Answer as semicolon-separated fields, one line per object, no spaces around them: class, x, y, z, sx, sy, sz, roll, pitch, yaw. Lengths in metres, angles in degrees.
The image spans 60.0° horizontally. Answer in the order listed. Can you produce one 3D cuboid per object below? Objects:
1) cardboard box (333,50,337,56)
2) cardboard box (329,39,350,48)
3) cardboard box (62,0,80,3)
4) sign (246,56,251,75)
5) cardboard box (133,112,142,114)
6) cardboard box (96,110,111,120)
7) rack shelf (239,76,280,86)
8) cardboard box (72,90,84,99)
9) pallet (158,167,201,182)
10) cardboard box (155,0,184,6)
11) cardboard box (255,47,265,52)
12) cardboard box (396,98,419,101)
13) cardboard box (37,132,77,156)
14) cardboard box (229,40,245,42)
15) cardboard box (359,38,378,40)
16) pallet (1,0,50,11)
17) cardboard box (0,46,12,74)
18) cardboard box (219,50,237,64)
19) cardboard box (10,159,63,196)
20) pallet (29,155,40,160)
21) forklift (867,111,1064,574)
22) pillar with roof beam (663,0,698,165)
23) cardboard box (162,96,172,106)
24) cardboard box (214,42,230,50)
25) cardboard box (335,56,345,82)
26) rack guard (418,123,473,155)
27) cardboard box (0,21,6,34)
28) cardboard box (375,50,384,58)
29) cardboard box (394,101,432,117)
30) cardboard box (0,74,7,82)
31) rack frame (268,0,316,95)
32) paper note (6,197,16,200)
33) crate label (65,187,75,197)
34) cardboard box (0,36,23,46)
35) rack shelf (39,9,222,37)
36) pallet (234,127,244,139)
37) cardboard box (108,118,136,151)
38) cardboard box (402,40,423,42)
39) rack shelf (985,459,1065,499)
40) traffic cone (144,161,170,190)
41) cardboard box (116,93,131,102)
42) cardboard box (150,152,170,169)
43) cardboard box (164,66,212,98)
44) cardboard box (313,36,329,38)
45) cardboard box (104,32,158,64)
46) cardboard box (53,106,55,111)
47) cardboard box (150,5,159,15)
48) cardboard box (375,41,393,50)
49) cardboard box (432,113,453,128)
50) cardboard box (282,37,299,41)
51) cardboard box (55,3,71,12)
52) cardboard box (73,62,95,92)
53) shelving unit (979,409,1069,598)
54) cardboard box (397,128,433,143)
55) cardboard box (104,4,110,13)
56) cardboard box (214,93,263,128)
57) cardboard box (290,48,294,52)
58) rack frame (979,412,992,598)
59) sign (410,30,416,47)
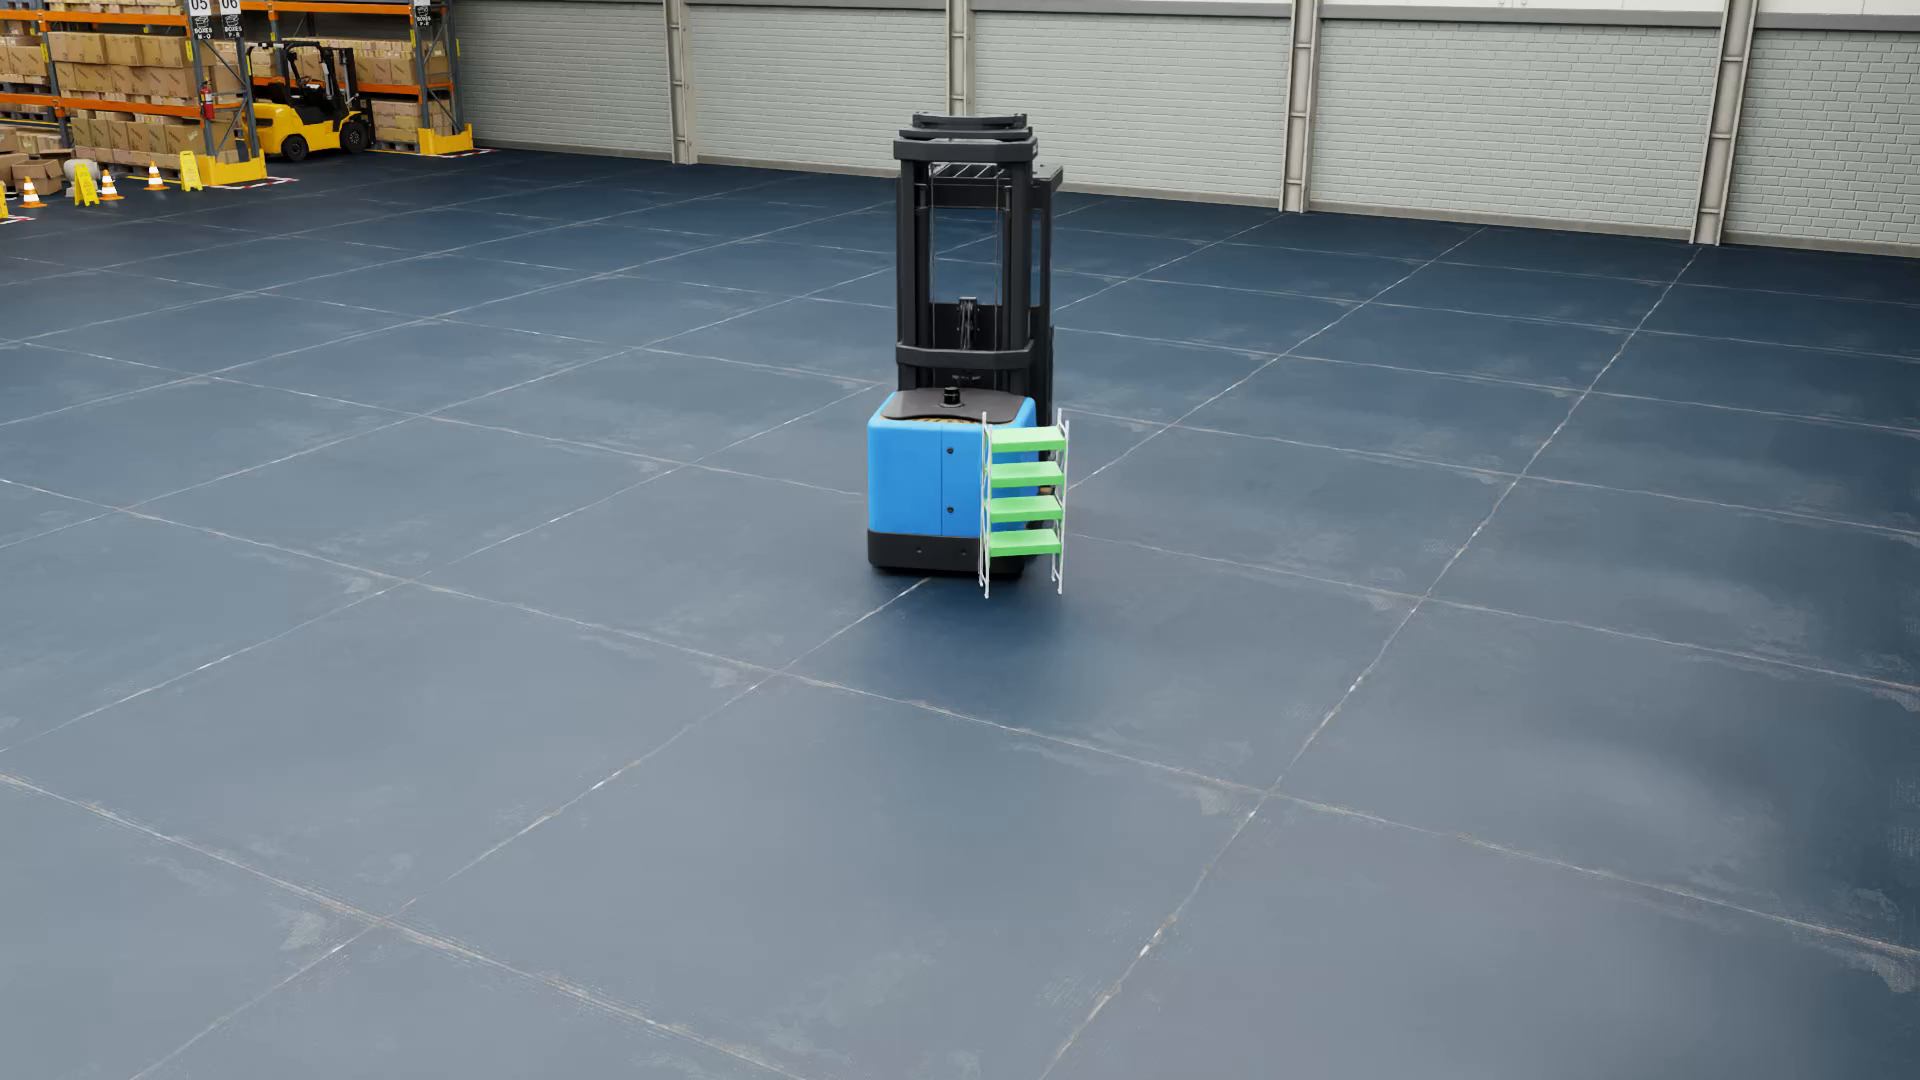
cardboard box;-12.535;-9.865;33.563;0.250;0.149;0.380;10;22;26
cardboard box;-12.491;-10.025;33.569;0.250;0.149;0.380;11;23;27
cardboard box;-15.500;-9.629;29.396;0.500;0.250;0.500;11;22;27
sign;-12.449;-8.290;29.051;0.005;0.325;0.100;11;23;27
cardboard box;-18.186;-9.646;37.107;0.500;0.500;0.500;10;22;26
cardboard box;-15.293;-7.647;29.913;0.250;0.149;0.380;12;23;29
rack shelf;-15.534;-9.860;35.702;4.000;0.370;1.077;11;23;27
cardboard box;-15.841;-8.094;30.149;0.250;0.149;0.380;12;23;29
pallet;-13.472;-6.569;29.665;1.213;0.211;1.003;11;23;27
cardboard box;-13.292;-9.206;28.230;0.500;0.250;0.500;10;22;27
cardboard box;-14.429;-10.245;34.613;0.250;0.149;0.380;10;22;27
cardboard box;-11.061;-8.793;33.658;0.500;0.250;0.500;11;23;27
cardboard box;-16.665;-7.436;31.202;0.625;0.372;0.950;11;23;28
cardboard box;-15.548;-10.639;35.698;0.250;0.149;0.380;12;23;29
cardboard box;-12.054;-10.120;33.831;0.250;0.149;0.380;12;23;29
pallet;-16.693;-9.843;30.478;1.003;0.211;1.213;11;23;27
cardboard box;-17.602;-8.949;30.939;0.500;0.500;0.500;12;23;29
cardboard box;-15.238;-10.206;35.088;0.500;0.250;0.500;11;23;28
cardboard box;-15.482;-6.087;27.907;0.637;0.503;0.797;-4;20;-10
pallet;-16.886;-7.205;31.419;1.213;0.211;1.003;11;23;27
forklift;0.139;-1.619;12.029;1.130;2.935;3.031;3;20;9
pillar with roof beam;-7.326;-10.125;26.581;0.400;9.000;9.100;11;23;27
cardboard box;-13.633;-7.660;28.953;0.250;0.149;0.380;10;22;26
cardboard box;-15.594;-10.433;35.129;0.250;0.149;0.380;10;22;26
cardboard box;-12.194;-9.505;33.524;0.500;0.500;0.500;11;23;28
rack guard;-10.275;-8.021;33.244;0.348;0.500;1.175;11;23;27
cardboard box;-22.690;-11.878;38.895;0.500;0.500;0.500;11;23;29
cardboard box;-11.381;-9.666;33.015;0.250;0.149;0.380;11;22;27
cardboard box;-10.850;-8.559;33.011;0.500;0.250;0.500;12;23;29
cardboard box;-17.673;-8.644;31.048;0.250;0.149;0.380;11;23;27
rack frame;-13.788;-9.865;34.663;0.127;3.000;1.000;11;23;27
paper note;-15.544;-5.594;27.245;0.144;0.017;0.142;-16;26;-38
crate label;-14.679;-5.789;27.623;0.298;0.136;0.250;0;20;-1
cardboard box;-17.578;-9.235;30.775;0.250;0.149;0.380;10;22;25
rack shelf;-14.460;-9.126;29.282;4.000;0.370;1.077;11;23;27
pallet;-15.520;-8.868;36.002;1.213;0.211;1.003;11;23;27
cardboard box;-14.897;-7.294;29.890;0.500;0.500;0.500;12;23;30
cardboard box;-10.935;-9.905;33.237;0.250;0.149;0.380;11;23;28
rack shelf;0.408;-0.389;10.634;0.480;0.148;0.258;-3;25;-9
traffic cone;-13.718;-6.217;28.325;0.334;0.463;0.336;11;23;27
cardboard box;-14.741;-7.872;29.536;0.250;0.149;0.380;11;23;27
cardboard box;-13.999;-6.769;29.545;0.500;0.250;0.500;11;23;27
cardboard box;-13.322;-7.917;28.709;0.500;0.500;0.500;10;22;26
cardboard box;-13.163;-10.340;34.437;0.250;0.149;0.380;10;22;26
cardboard box;-14.567;-8.664;29.301;0.500;0.500;0.700;11;22;27
cardboard box;-21.234;-10.309;39.214;0.500;0.311;0.500;12;23;29
cardboard box;-13.610;-9.076;28.456;0.250;0.149;0.380;12;23;29
cardboard box;-11.365;-9.819;33.002;0.250;0.149;0.380;11;23;28
cardboard box;-10.605;-8.480;33.527;0.500;0.250;0.500;11;23;28
cardboard box;-13.655;-10.216;34.095;0.250;0.149;0.380;11;23;28
cardboard box;-15.853;-9.493;29.607;0.250;0.149;0.380;11;23;27
cardboard box;-15.508;-8.341;29.878;0.500;0.500;0.500;11;23;27
shelving unit;0.406;-0.229;10.708;0.503;1.200;0.258;-3;25;-9
cardboard box;-10.860;-8.089;33.182;0.500;0.250;0.500;11;23;28
cardboard box;-14.705;-9.297;29.066;0.250;0.149;0.380;11;23;28
cardboard box;-15.580;-9.286;35.931;0.625;0.625;0.875;10;22;25
cardboard box;-13.638;-10.086;34.173;0.250;0.149;0.380;10;22;26
rack frame;0.165;-0.215;10.669;0.015;1.200;0.240;-3;25;-9
sign;-10.573;-9.697;32.152;0.005;0.325;0.100;11;23;27
